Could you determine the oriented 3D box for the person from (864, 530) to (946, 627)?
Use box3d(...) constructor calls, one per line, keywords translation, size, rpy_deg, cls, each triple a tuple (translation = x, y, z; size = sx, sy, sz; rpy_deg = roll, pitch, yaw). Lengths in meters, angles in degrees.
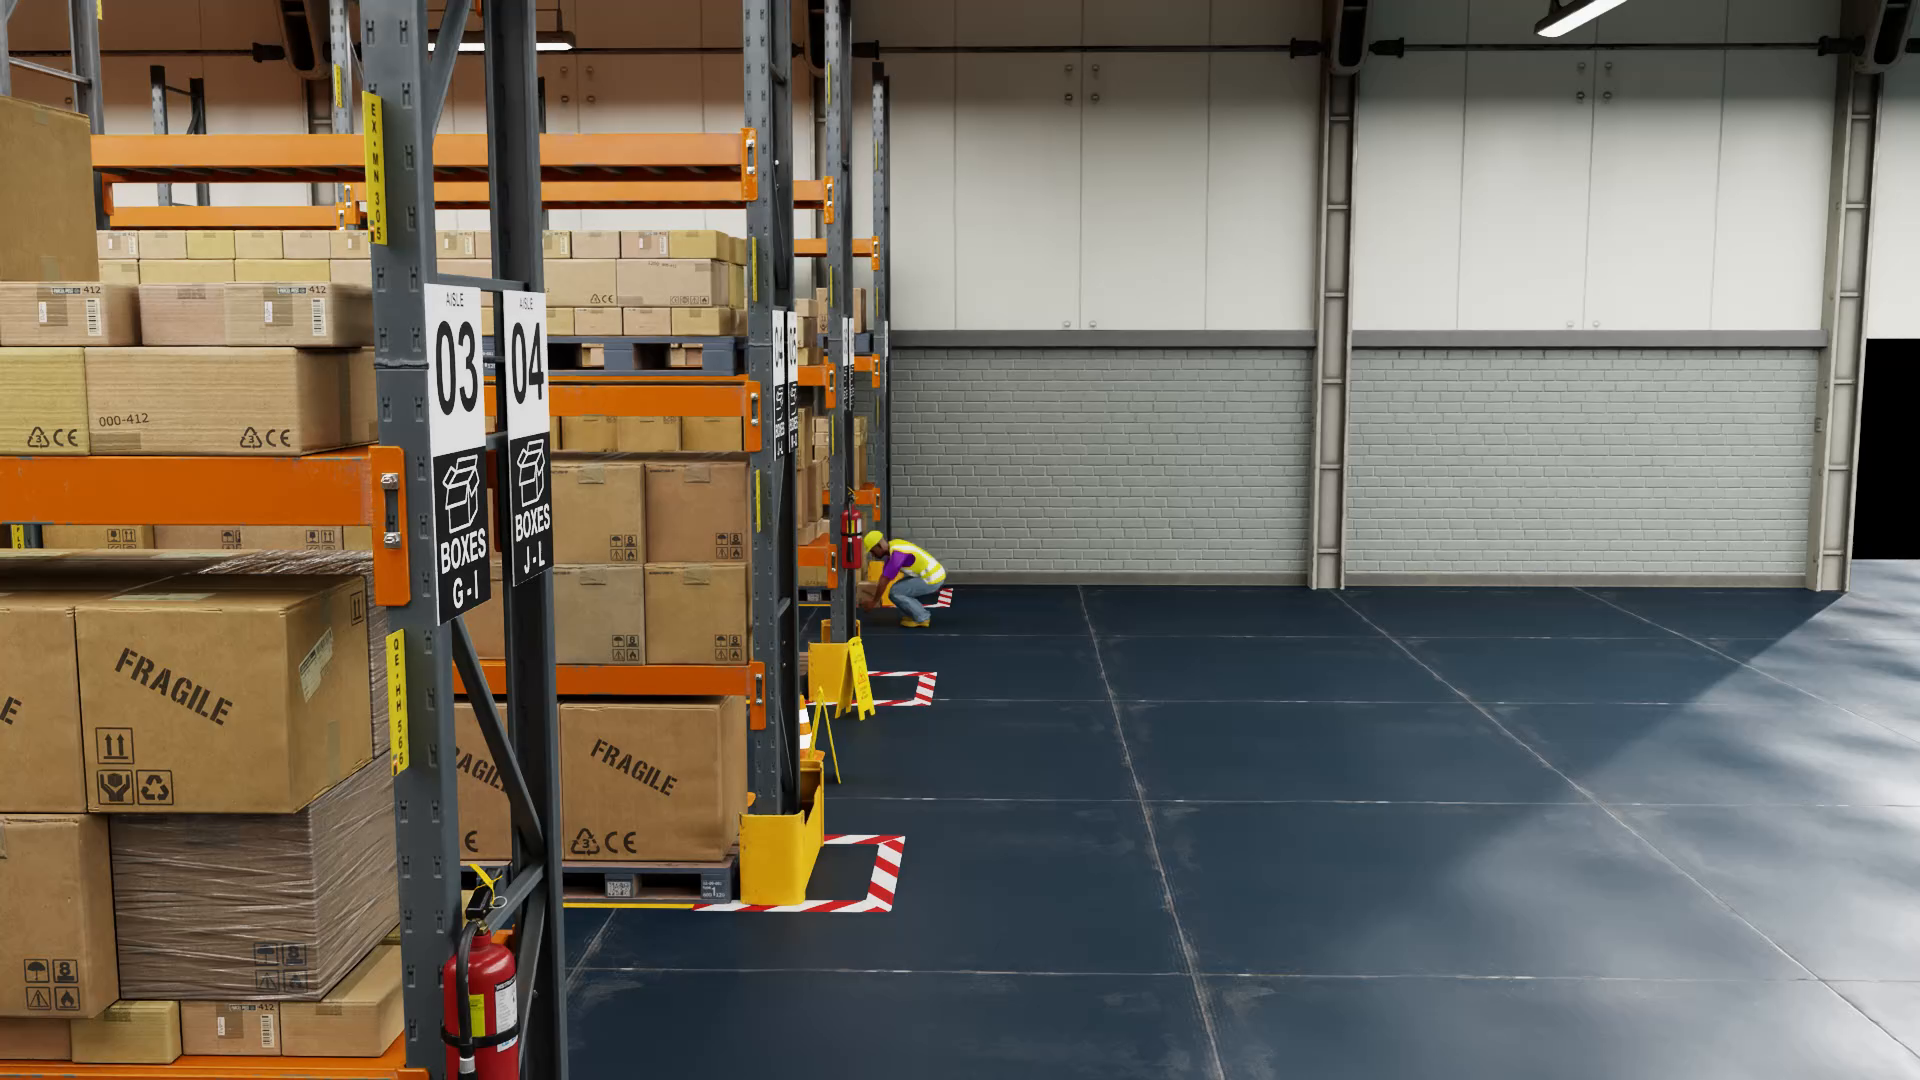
box3d(translation=(-0.580, 0.401, 17.518), size=(0.861, 1.015, 0.520), rpy_deg=(0, 7, 1), cls="person")
